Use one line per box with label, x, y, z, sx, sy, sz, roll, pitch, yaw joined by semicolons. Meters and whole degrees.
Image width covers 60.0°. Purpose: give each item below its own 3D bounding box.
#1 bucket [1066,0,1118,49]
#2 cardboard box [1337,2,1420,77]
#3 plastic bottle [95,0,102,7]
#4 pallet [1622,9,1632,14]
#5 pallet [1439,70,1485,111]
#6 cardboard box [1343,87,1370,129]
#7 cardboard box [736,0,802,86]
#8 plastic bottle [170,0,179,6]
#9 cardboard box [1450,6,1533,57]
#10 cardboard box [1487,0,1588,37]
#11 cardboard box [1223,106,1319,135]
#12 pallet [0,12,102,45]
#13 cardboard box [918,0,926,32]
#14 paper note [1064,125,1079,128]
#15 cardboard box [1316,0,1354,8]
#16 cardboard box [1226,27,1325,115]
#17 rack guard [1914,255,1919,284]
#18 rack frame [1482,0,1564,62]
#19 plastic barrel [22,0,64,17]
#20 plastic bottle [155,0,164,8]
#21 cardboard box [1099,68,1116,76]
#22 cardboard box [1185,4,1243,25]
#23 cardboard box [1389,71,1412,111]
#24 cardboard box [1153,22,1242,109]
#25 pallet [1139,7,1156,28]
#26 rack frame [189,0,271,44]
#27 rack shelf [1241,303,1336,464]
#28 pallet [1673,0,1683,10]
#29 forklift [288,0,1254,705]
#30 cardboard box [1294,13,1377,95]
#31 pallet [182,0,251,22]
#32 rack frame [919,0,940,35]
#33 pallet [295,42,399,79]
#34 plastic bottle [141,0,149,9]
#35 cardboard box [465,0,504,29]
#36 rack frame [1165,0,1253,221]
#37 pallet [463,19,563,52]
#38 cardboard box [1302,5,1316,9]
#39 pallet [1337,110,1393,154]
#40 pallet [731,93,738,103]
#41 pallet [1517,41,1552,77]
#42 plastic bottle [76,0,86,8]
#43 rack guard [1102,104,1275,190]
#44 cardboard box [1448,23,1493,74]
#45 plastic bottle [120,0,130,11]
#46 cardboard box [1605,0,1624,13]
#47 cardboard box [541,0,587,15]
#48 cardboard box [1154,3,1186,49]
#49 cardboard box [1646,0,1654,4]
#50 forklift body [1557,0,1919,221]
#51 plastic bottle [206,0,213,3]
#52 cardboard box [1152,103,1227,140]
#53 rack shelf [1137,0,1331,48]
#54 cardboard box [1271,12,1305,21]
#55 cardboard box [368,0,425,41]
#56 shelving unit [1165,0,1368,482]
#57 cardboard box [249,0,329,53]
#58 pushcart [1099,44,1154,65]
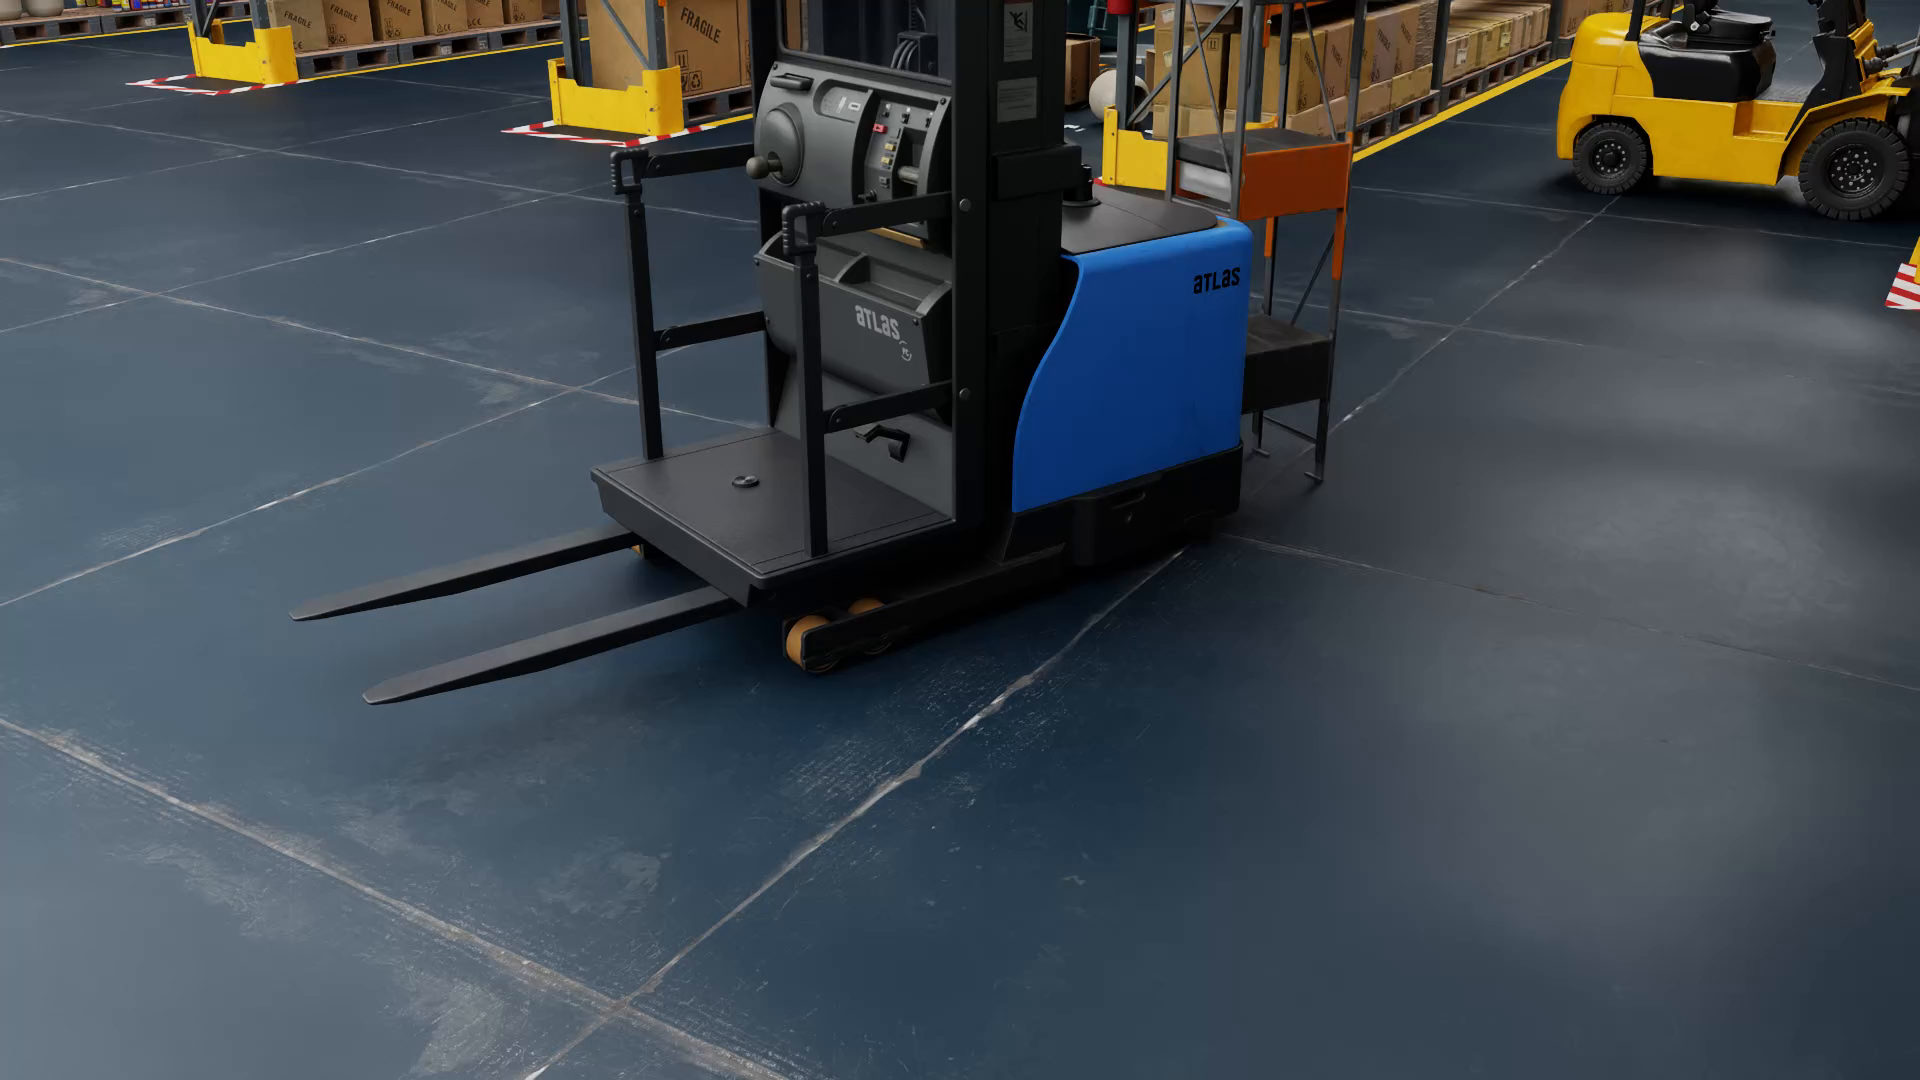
bucket;1.236;-4.754;15.164;0.620;0.611;0.726;-6;22;-39
cardboard box;3.257;-3.932;13.045;0.500;0.500;0.500;14;27;30
plastic bottle;-10.377;-6.592;20.077;0.152;0.276;0.135;14;27;29
pallet;7.485;-6.229;19.873;1.003;0.211;1.213;14;27;29
pallet;4.017;-4.068;14.882;1.003;0.211;1.213;14;27;29
cardboard box;2.711;-3.237;12.385;0.500;0.250;0.500;16;28;32
cardboard box;-1.997;-4.496;14.505;0.875;0.875;0.875;13;27;28
plastic bottle;-9.514;-6.566;20.110;0.097;0.201;0.097;0;23;0
cardboard box;5.029;-4.982;16.262;0.950;0.372;0.625;13;27;28
cardboard box;6.153;-5.868;17.675;0.875;0.875;0.875;14;27;28
cardboard box;2.158;-2.880;11.559;0.500;0.250;0.500;14;27;29
pallet;-10.696;-5.878;19.063;1.003;0.211;1.213;14;27;29
cardboard box;-0.400;-5.477;16.928;1.050;0.750;0.750;14;27;29
paper note;0.881;-3.358;13.484;0.142;0.019;0.148;-17;29;-35
cardboard box;2.795;-4.034;13.281;0.500;0.500;0.500;15;28;31
cardboard box;2.170;-3.232;11.429;0.500;0.500;0.500;13;27;27
rack guard;5.704;-1.541;8.679;1.175;0.500;0.348;14;27;29
rack frame;5.718;-6.435;16.838;1.000;3.000;0.127;14;27;29
plastic barrel;-10.583;-6.308;19.148;0.421;0.512;0.421;0;23;0
plastic bottle;-9.622;-6.497;19.950;0.097;0.201;0.097;0;23;0
cardboard box;1.355;-4.005;14.667;0.258;0.266;0.396;-3;24;-7
cardboard box;1.835;-3.770;11.856;0.380;0.149;0.250;15;27;30
cardboard box;3.252;-3.578;13.172;0.500;0.250;0.500;13;27;28
cardboard box;1.699;-3.335;11.666;0.500;0.500;0.500;14;27;29
pallet;1.872;-6.422;20.318;1.003;0.211;1.213;14;27;29
rack frame;-6.921;-5.811;15.399;1.000;3.000;0.127;14;27;29
rack shelf;1.048;-0.548;6.168;0.480;0.518;0.431;-13;27;-27
pallet;8.938;-7.159;22.021;1.003;0.211;1.213;14;27;29
forklift;-0.499;-1.194;4.819;3.031;2.935;1.130;-17;29;-34
cardboard box;2.714;-3.577;12.226;0.500;0.500;0.500;14;27;30
pallet;-9.409;-6.702;20.965;1.003;0.211;1.213;14;27;29
rack frame;-0.651;-6.088;16.037;1.000;3.000;0.127;14;27;29
pallet;-6.423;-4.824;16.628;1.003;0.211;1.213;14;27;29
plastic bottle;-9.727;-6.462;19.781;0.097;0.271;0.097;0;23;0
cardboard box;-5.352;-5.886;18.188;0.500;0.500;0.500;-18;29;-36
rack frame;0.837;-1.154;5.773;0.015;2.100;0.400;-13;27;-27
pallet;-5.136;-5.648;18.530;1.003;0.211;1.213;14;27;29
cardboard box;2.541;-4.220;12.894;0.380;0.149;0.250;16;28;32
pallet;2.641;-3.158;12.778;1.003;0.211;1.213;14;27;29
pallet;-1.761;-4.155;15.081;1.003;0.211;1.213;14;27;29
pallet;5.304;-4.892;16.784;1.003;0.211;1.213;14;27;29
plastic bottle;-10.533;-6.479;19.909;0.097;0.201;0.097;0;23;0
rack guard;1.538;-2.613;11.157;1.175;0.500;0.348;14;27;29
cardboard box;4.259;-4.492;15.131;0.950;0.372;0.625;16;28;32
plastic bottle;-9.853;-6.349;19.608;0.097;0.201;0.097;0;23;0
cardboard box;7.099;-6.470;19.066;0.875;0.875;0.875;15;27;30
cardboard box;-4.469;-6.419;19.395;0.700;0.500;0.500;12;26;25
cardboard box;2.080;-4.648;14.904;0.500;0.500;0.500;14;27;29
cardboard box;8.250;-6.991;20.820;0.875;0.438;0.875;13;27;28
forklift body;5.167;-3.329;10.732;2.313;2.155;1.214;14;27;29
plastic bottle;-9.266;-6.749;20.429;0.061;0.283;0.133;16;28;32
cardboard box;1.708;-3.003;11.843;0.500;0.250;0.500;14;27;29
rack shelf;2.553;-4.080;12.303;1.077;0.370;4.000;14;27;29
cardboard box;2.243;-3.680;12.465;0.500;0.500;0.500;13;27;28
cardboard box;-5.945;-5.481;17.252;0.500;0.500;0.500;17;29;34
shelving unit;1.048;-1.202;5.885;0.503;2.100;0.431;-13;27;-27
cardboard box;-6.578;-5.064;16.290;0.500;0.500;0.500;20;30;38
pushcart;1.644;-4.342;15.306;1.648;0.377;0.936;5;24;11
